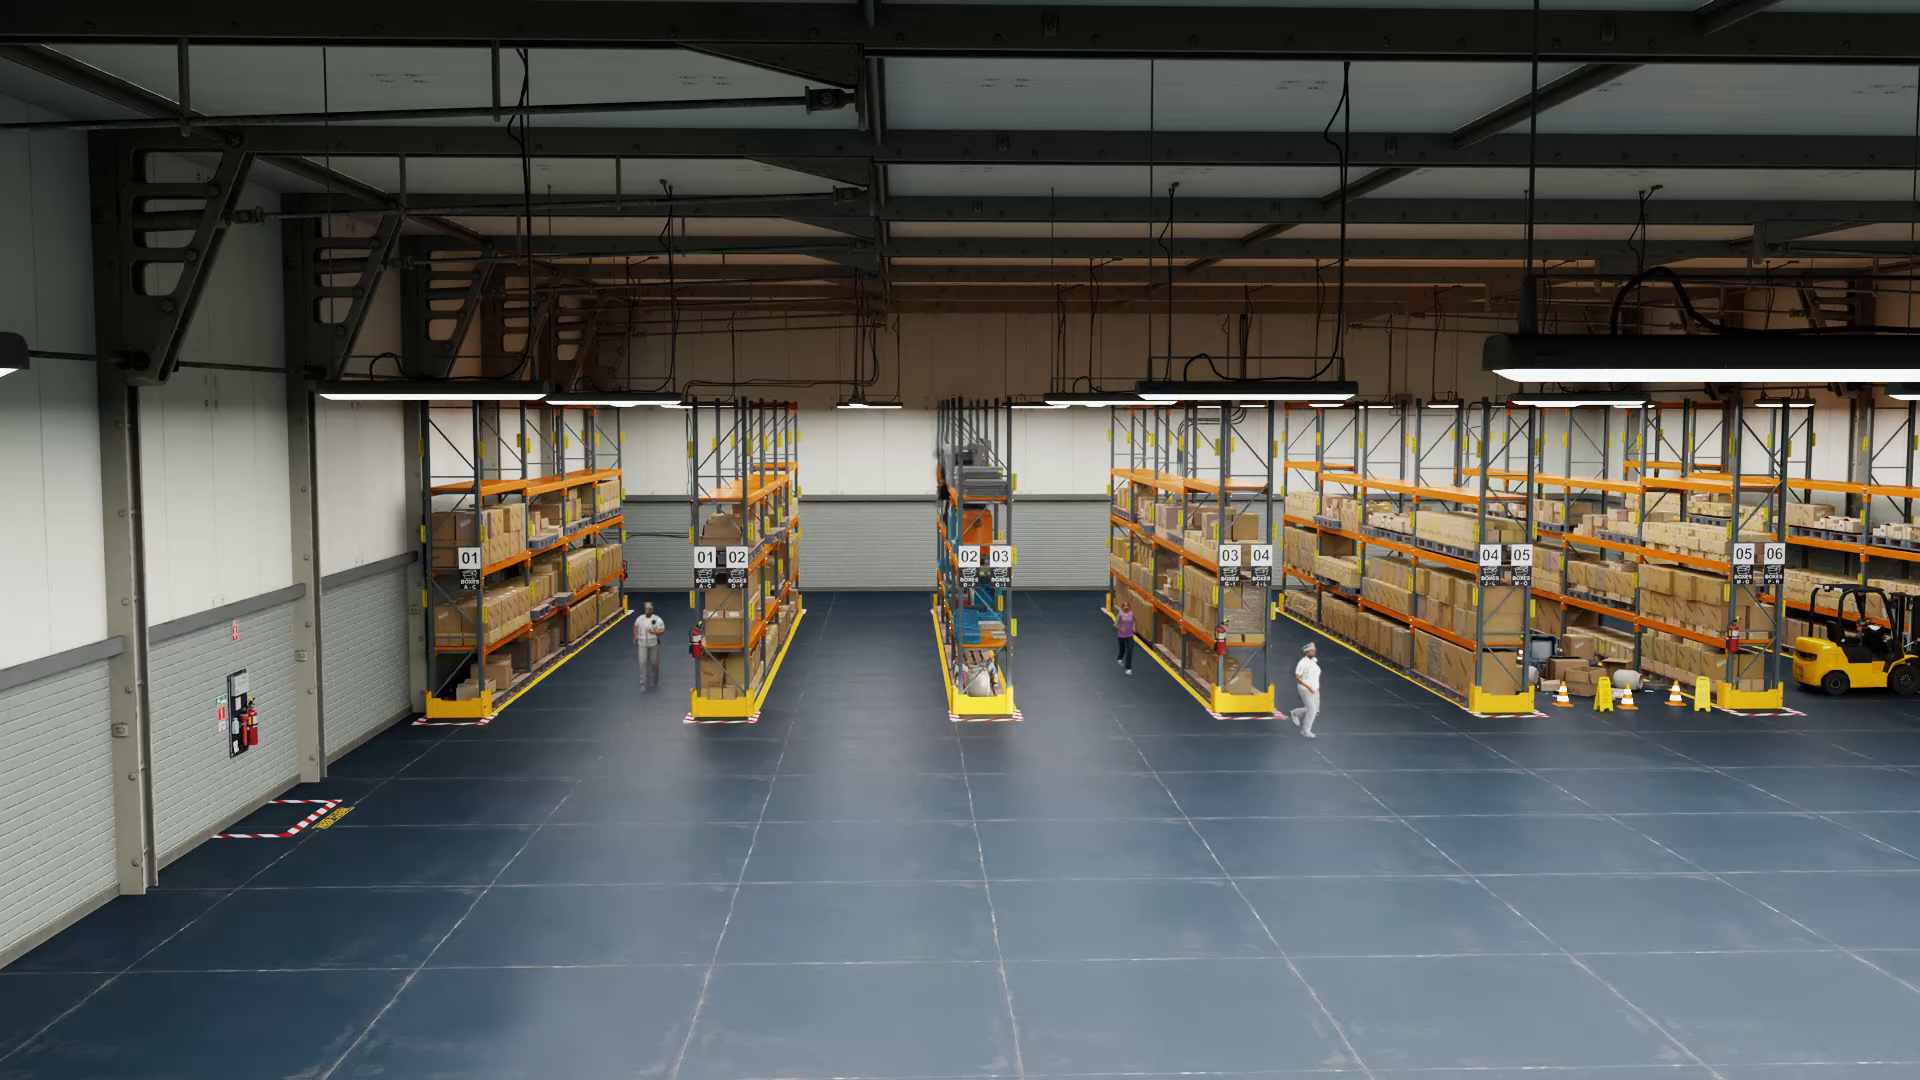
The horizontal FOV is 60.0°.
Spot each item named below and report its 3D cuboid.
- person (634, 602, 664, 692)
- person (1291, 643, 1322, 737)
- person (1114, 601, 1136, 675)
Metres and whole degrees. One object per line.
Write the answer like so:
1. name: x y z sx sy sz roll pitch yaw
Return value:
1. person: -6.410 2.167 34.272 0.653 1.798 0.923 0 4 -4
2. person: 6.118 2.633 29.435 0.585 1.686 0.608 -4 6 -41
3. person: 3.617 2.118 36.322 0.538 1.590 0.847 -1 4 -9
